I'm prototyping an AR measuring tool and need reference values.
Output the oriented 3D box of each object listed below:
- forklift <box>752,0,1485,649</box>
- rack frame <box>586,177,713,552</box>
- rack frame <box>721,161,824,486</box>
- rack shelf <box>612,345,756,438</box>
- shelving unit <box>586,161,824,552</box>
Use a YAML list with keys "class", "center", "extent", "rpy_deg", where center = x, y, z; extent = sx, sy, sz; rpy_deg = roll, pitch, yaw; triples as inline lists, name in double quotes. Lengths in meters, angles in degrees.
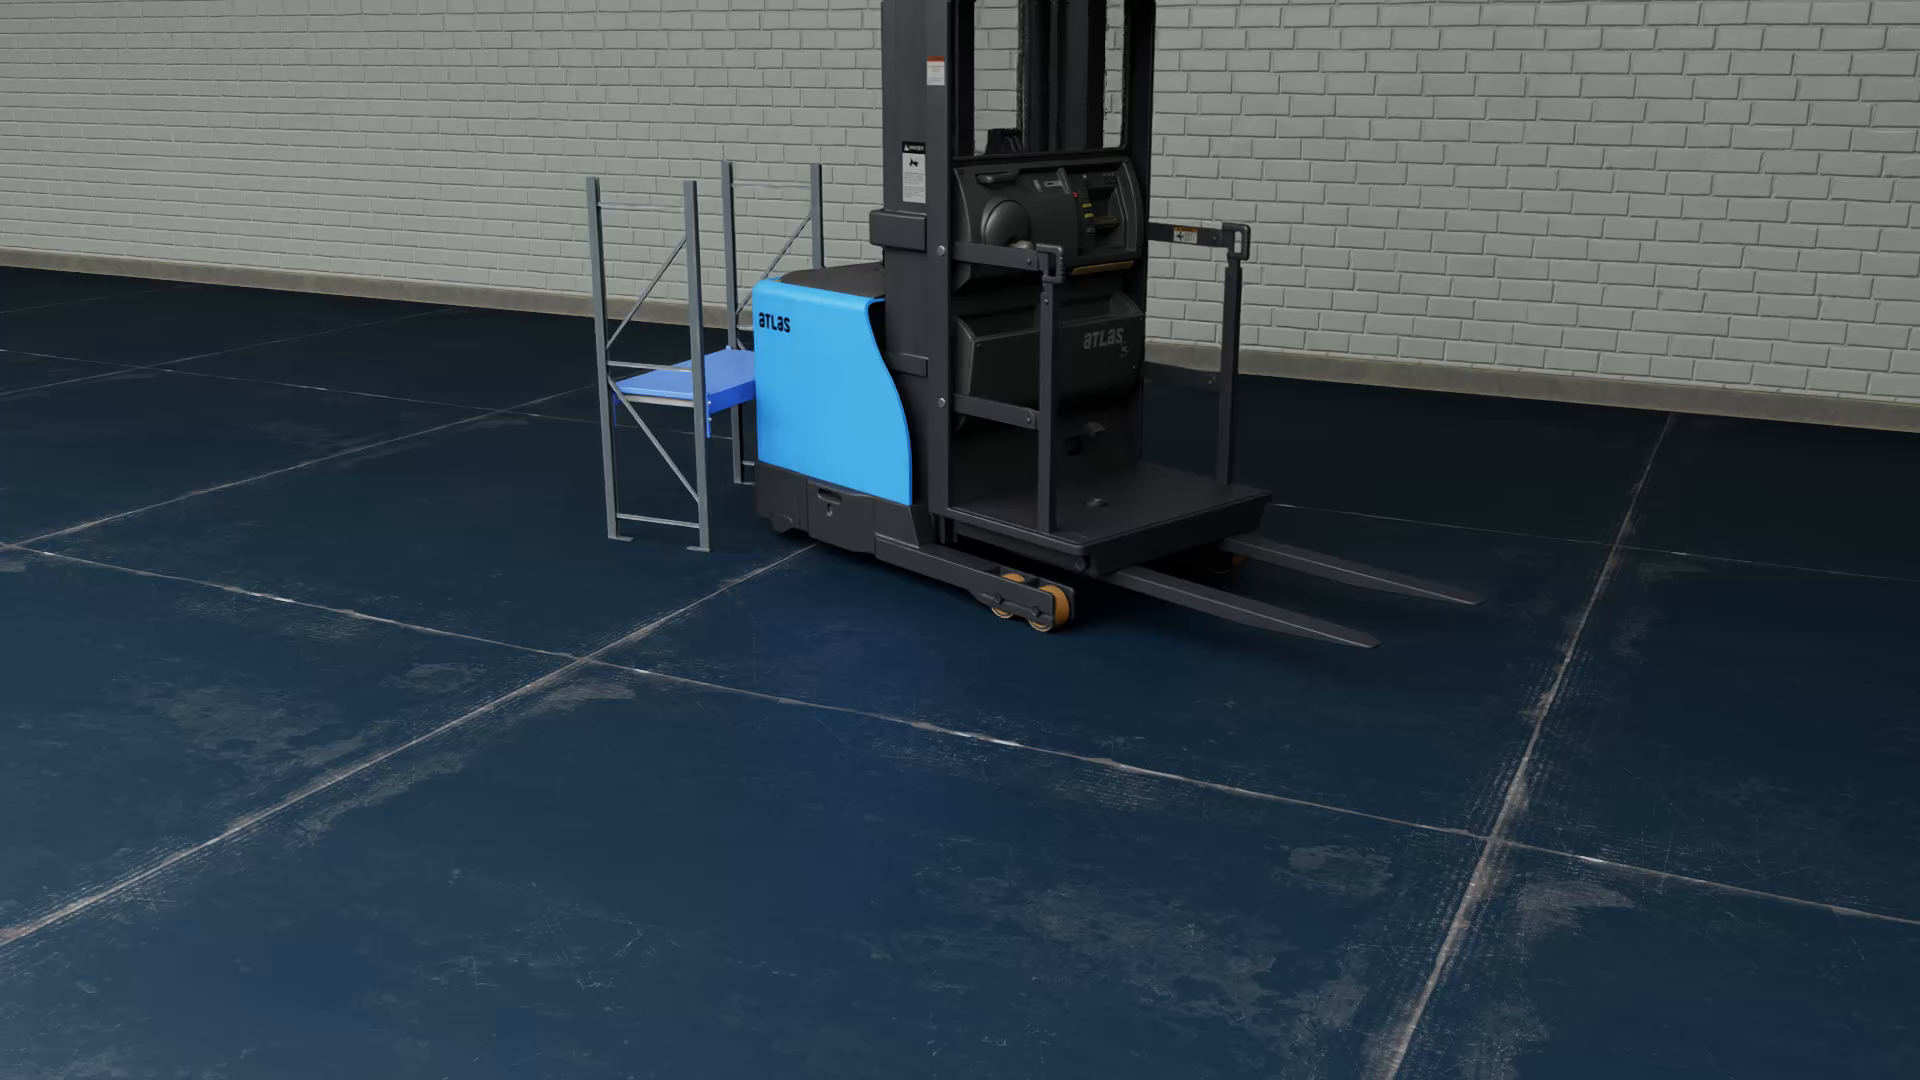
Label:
- class: "forklift"
  center: [0.489, -1.241, 6.055]
  extent: [1.130, 2.935, 3.031]
  rpy_deg: [-15, 22, -40]
- class: "rack frame"
  center: [-1.256, -0.700, 6.747]
  extent: [0.500, 1.500, 0.032]
  rpy_deg: [7, 18, 23]
- class: "rack frame"
  center: [-0.845, -0.965, 7.638]
  extent: [0.500, 1.500, 0.032]
  rpy_deg: [7, 18, 23]
- class: "rack shelf"
  center: [-1.050, -0.660, 7.244]
  extent: [0.538, 0.185, 1.000]
  rpy_deg: [7, 18, 23]
- class: "shelving unit"
  center: [-1.050, -0.832, 7.193]
  extent: [0.538, 1.500, 1.048]
  rpy_deg: [7, 18, 23]
